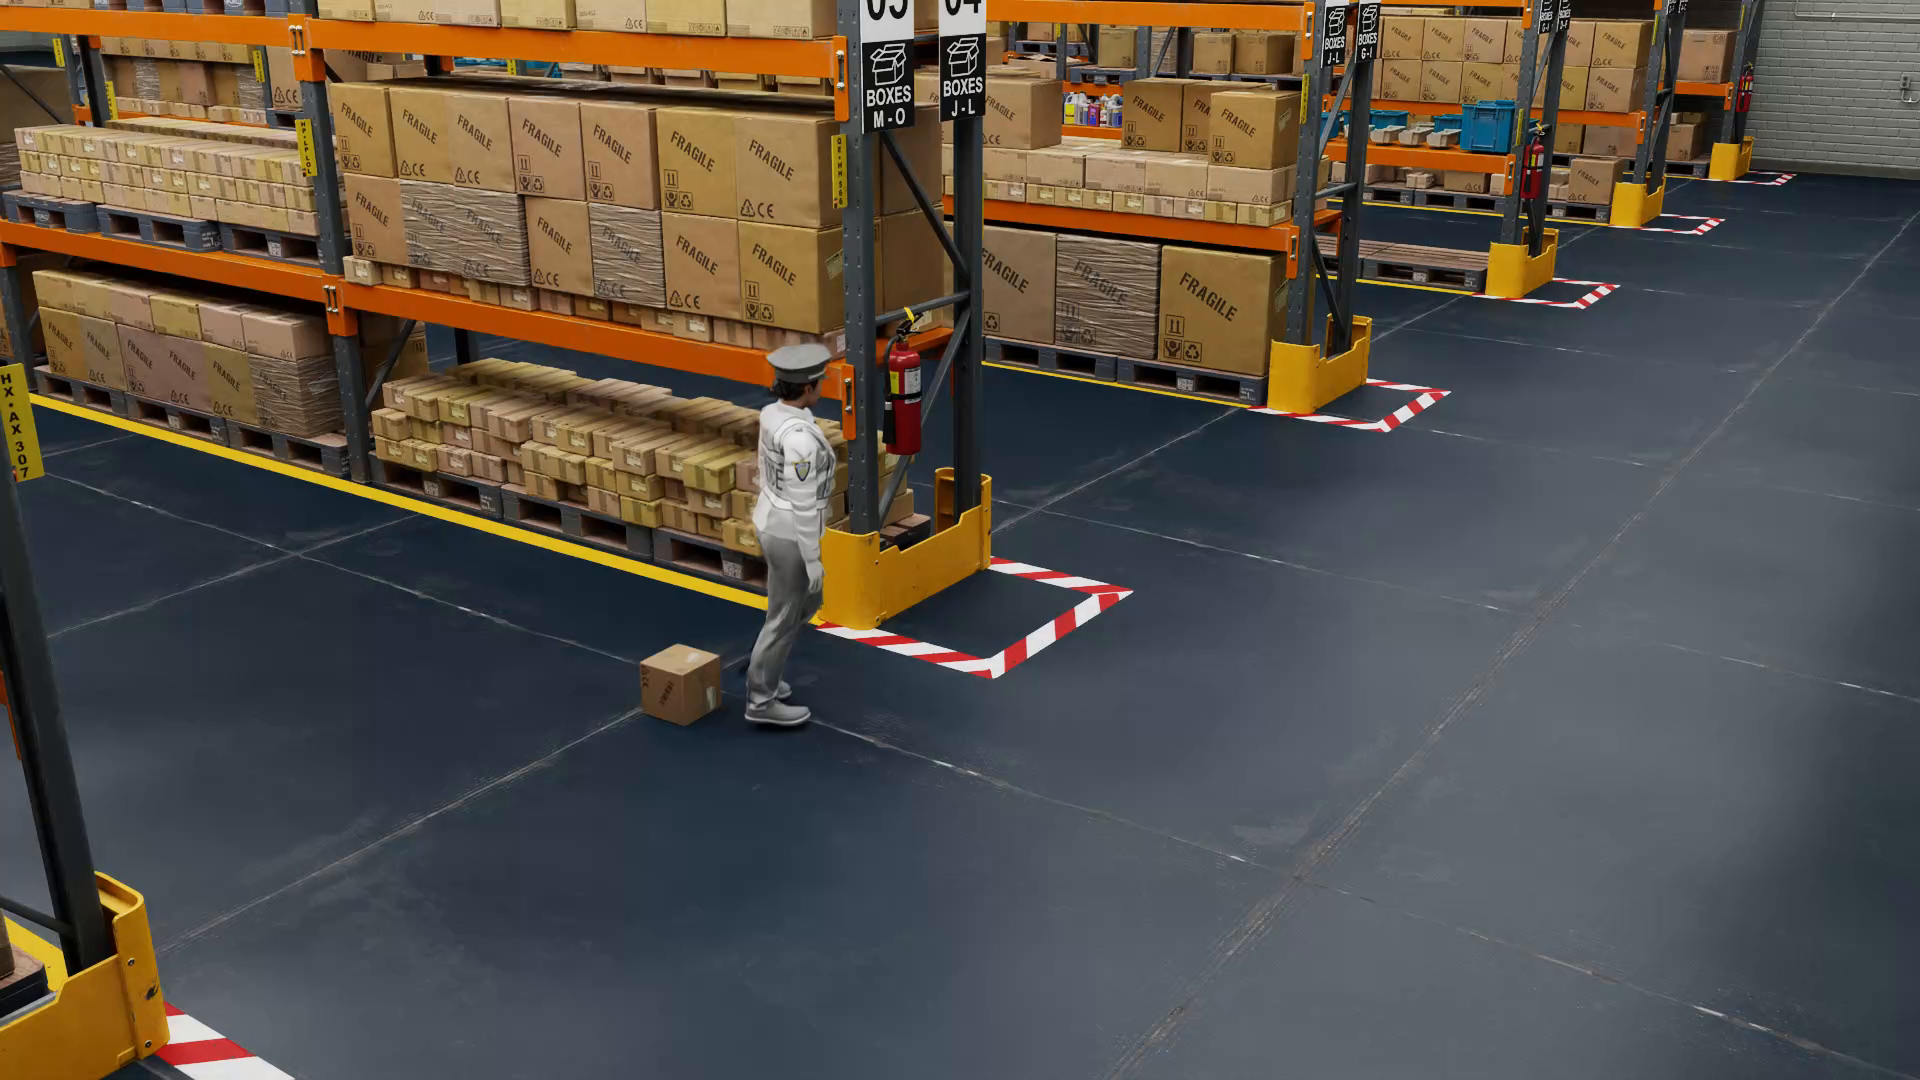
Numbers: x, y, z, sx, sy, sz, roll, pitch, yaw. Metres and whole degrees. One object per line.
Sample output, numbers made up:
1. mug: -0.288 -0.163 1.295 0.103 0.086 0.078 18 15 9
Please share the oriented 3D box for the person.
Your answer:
1. person: -0.743 -0.004 7.032 0.418 1.659 0.549 -6 21 -17
